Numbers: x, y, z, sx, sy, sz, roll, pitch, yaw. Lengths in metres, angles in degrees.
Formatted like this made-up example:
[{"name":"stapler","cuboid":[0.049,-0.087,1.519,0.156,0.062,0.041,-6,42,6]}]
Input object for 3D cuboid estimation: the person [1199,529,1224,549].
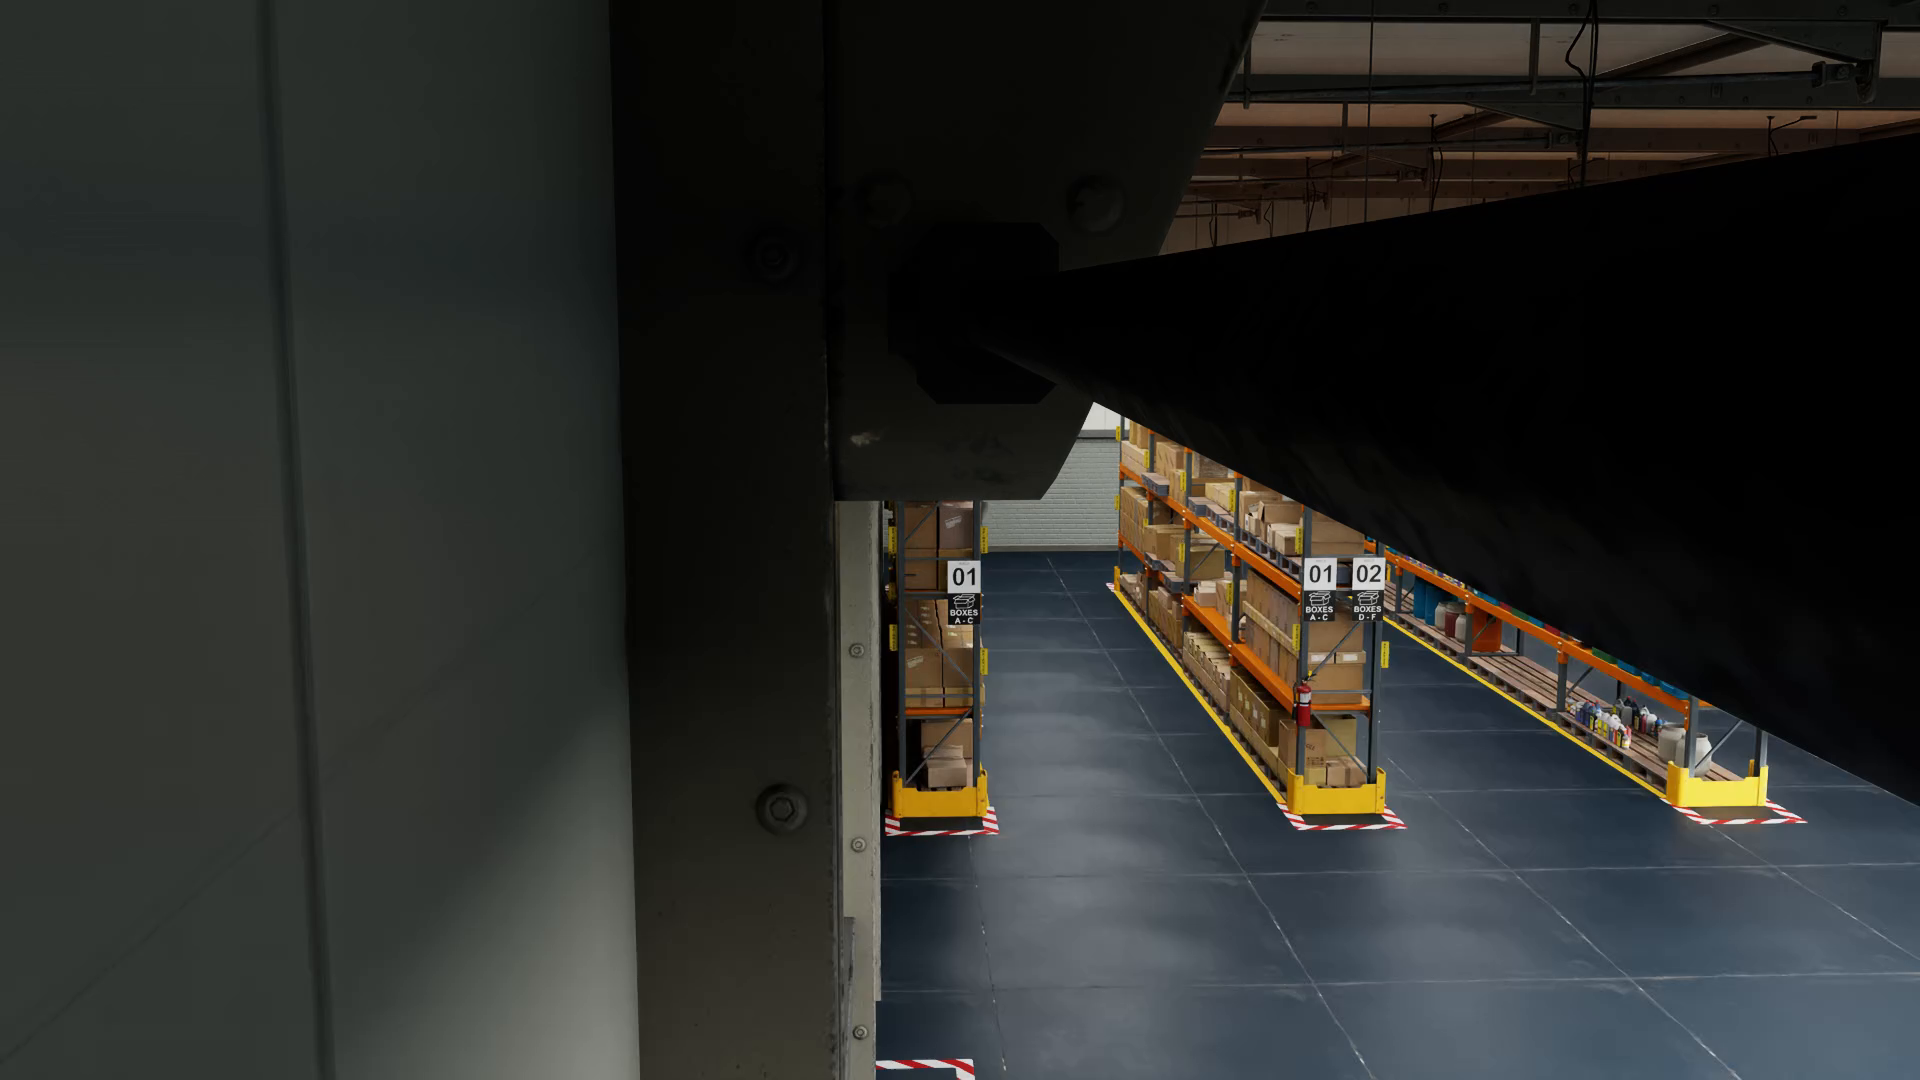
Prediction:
[{"name":"person","cuboid":[5.587,0.183,36.893,0.658,1.727,1.006,-4,9,-24]}]
